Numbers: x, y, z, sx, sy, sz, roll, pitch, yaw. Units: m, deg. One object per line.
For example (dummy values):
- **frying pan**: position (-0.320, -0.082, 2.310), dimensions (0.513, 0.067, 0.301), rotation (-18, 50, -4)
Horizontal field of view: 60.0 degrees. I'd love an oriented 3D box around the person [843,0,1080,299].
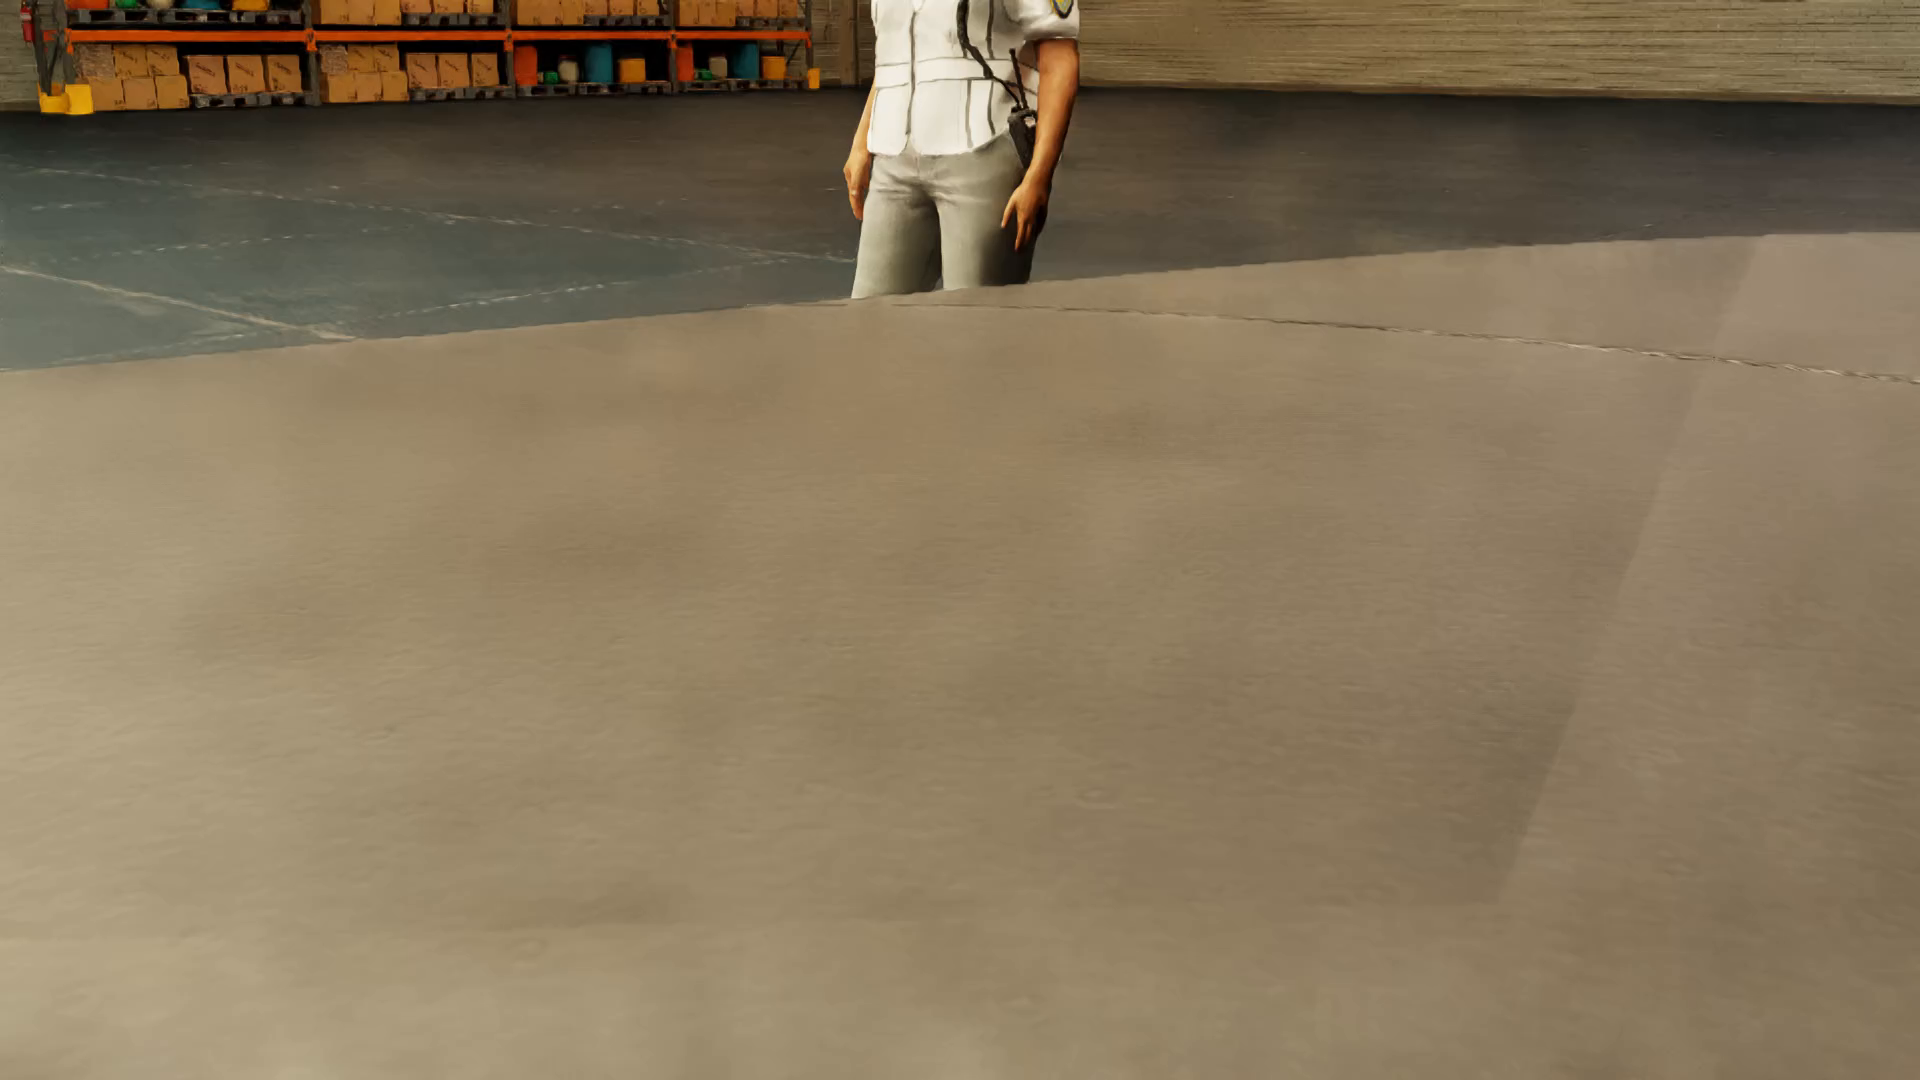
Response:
- **person**: position (-0.066, -0.791, 3.655), dimensions (0.598, 1.669, 0.529), rotation (13, 21, 37)
